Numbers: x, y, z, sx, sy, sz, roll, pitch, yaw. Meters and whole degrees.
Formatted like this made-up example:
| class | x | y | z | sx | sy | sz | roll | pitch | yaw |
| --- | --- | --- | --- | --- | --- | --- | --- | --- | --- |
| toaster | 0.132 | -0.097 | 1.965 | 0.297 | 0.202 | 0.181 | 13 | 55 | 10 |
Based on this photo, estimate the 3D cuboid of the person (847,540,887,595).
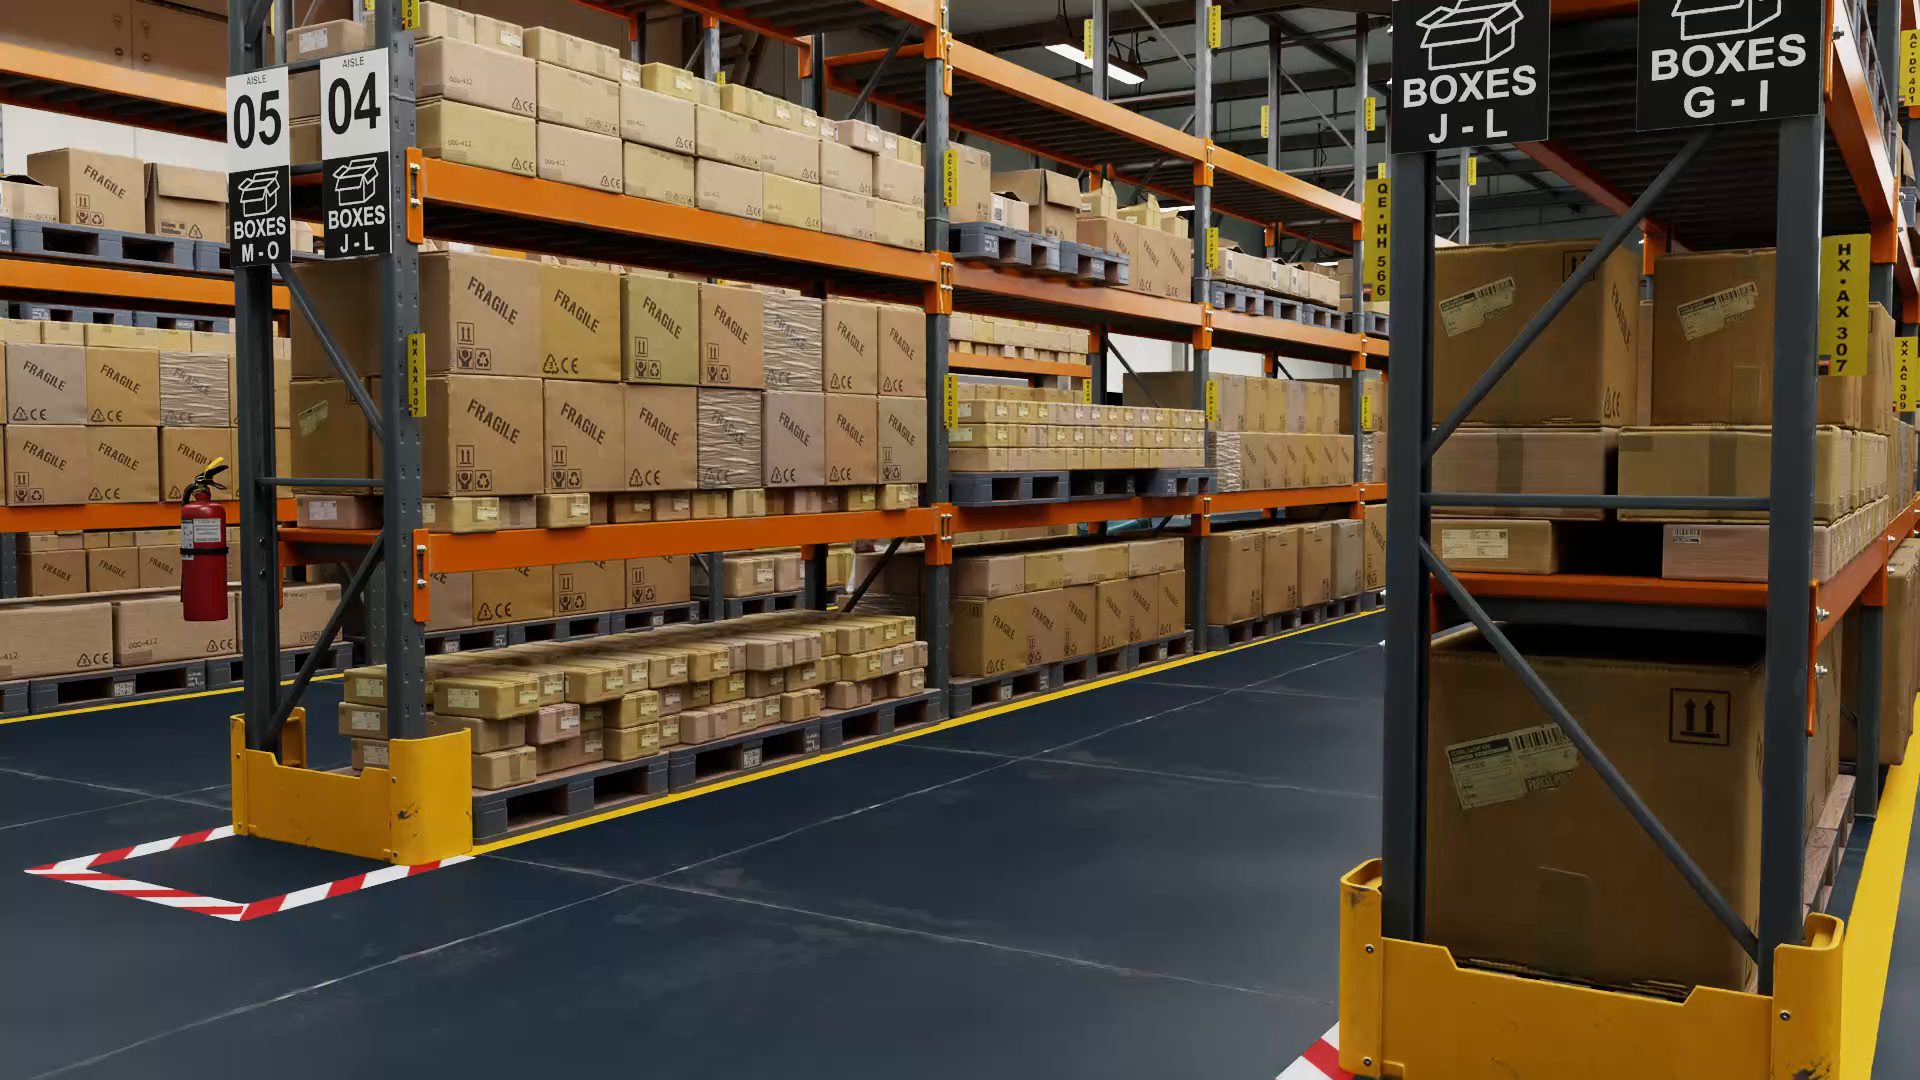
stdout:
| class | x | y | z | sx | sy | sz | roll | pitch | yaw |
| --- | --- | --- | --- | --- | --- | --- | --- | --- | --- |
| person | -0.818 | 0.380 | 16.305 | 0.439 | 0.792 | 0.803 | 2 | 4 | 31 |
